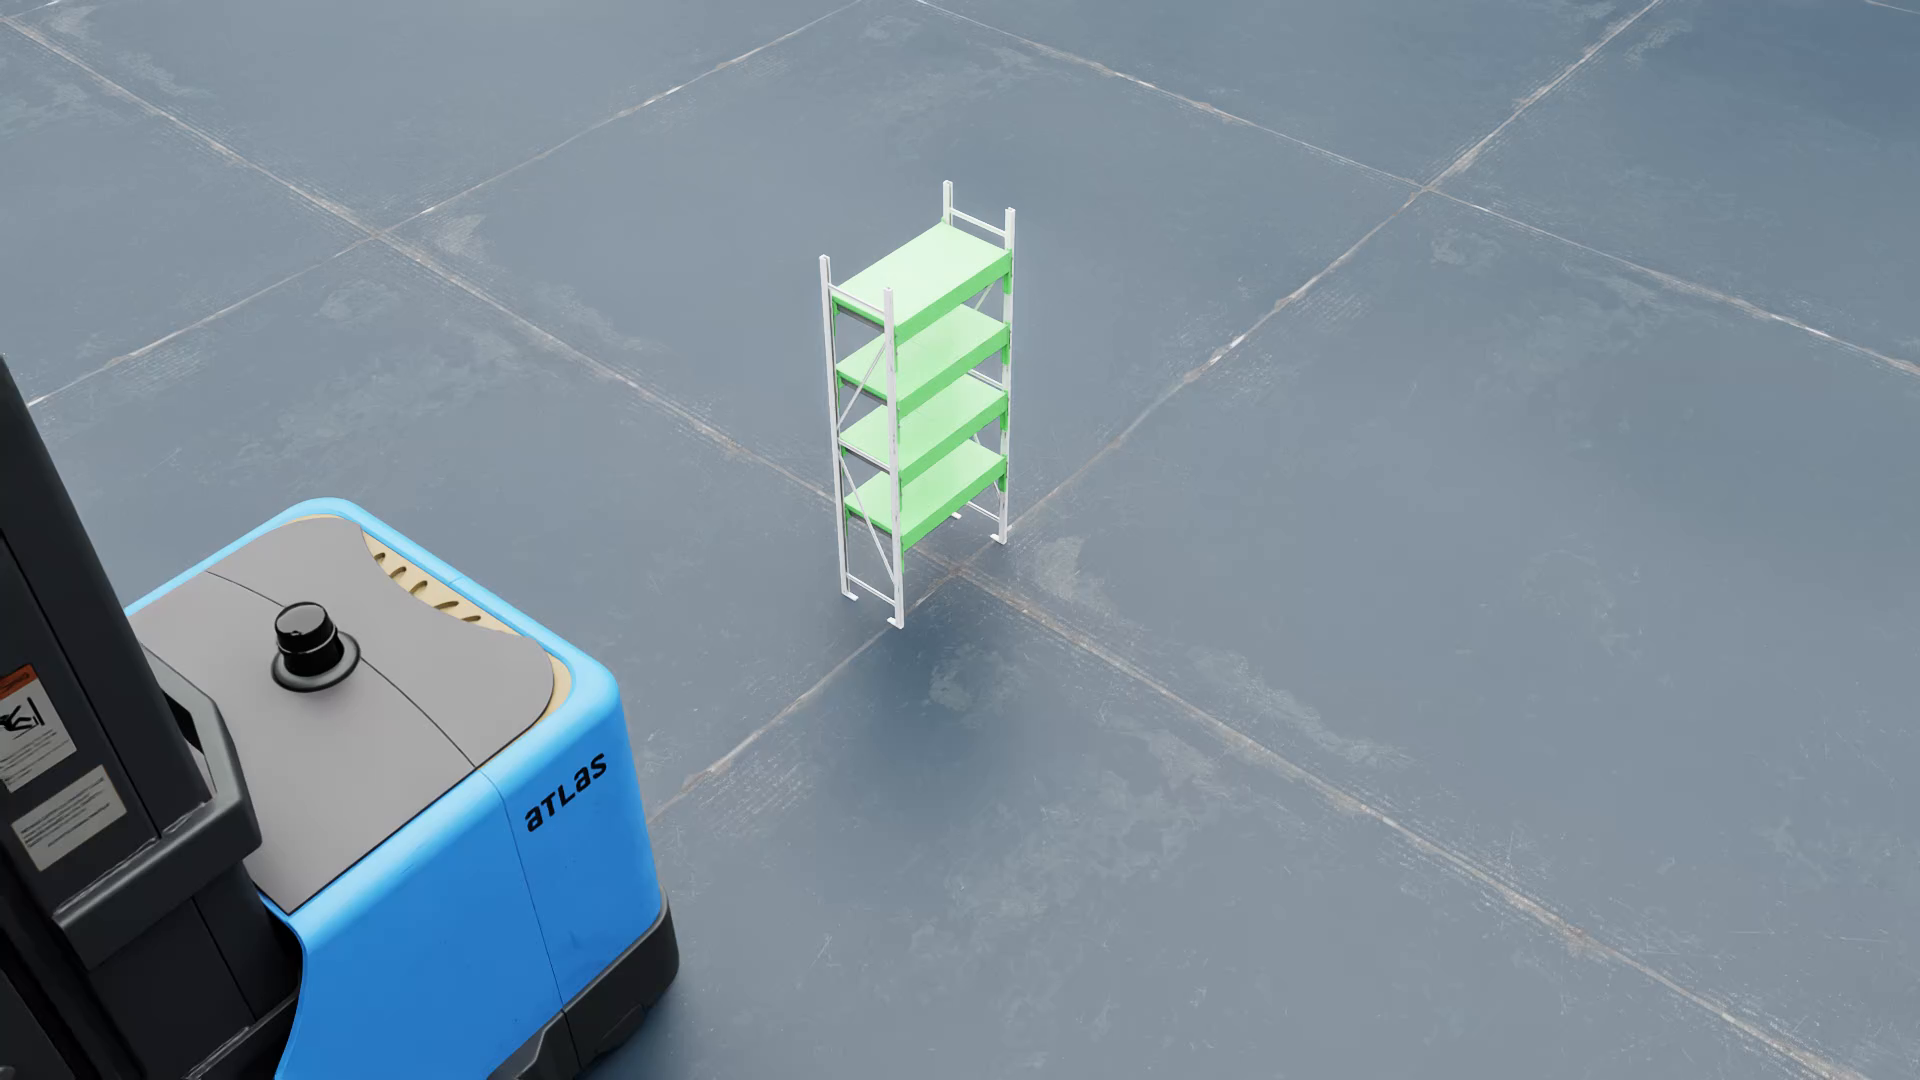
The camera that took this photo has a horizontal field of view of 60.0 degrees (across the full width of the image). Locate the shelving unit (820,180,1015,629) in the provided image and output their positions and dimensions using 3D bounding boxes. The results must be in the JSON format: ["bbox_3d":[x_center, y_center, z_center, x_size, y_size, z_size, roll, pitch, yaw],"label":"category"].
[{"bbox_3d":[-0.107,-0.359,4.753,0.258,1.200,0.503,29,50,28],"label":"shelving unit"}]

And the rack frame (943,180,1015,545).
[{"bbox_3d":[0.050,-0.484,4.891,0.240,1.200,0.015,29,50,28],"label":"rack frame"}]

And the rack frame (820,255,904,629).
[{"bbox_3d":[-0.264,-0.233,4.614,0.240,1.200,0.015,29,50,28],"label":"rack frame"}]

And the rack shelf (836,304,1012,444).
[{"bbox_3d":[-0.107,-0.489,4.634,0.258,0.148,0.480,29,50,28],"label":"rack shelf"}]

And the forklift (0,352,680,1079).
[{"bbox_3d":[-1.980,0.569,2.446,1.130,2.935,3.031,28,49,27],"label":"forklift"}]

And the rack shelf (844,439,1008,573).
[{"bbox_3d":[-0.107,-0.134,4.957,0.258,0.148,0.480,29,50,28],"label":"rack shelf"}]

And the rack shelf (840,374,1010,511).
[{"bbox_3d":[-0.107,-0.311,4.796,0.258,0.148,0.480,29,50,28],"label":"rack shelf"}]

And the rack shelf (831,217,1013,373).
[{"bbox_3d":[-0.107,-0.667,4.473,0.258,0.148,0.480,29,50,28],"label":"rack shelf"}]
